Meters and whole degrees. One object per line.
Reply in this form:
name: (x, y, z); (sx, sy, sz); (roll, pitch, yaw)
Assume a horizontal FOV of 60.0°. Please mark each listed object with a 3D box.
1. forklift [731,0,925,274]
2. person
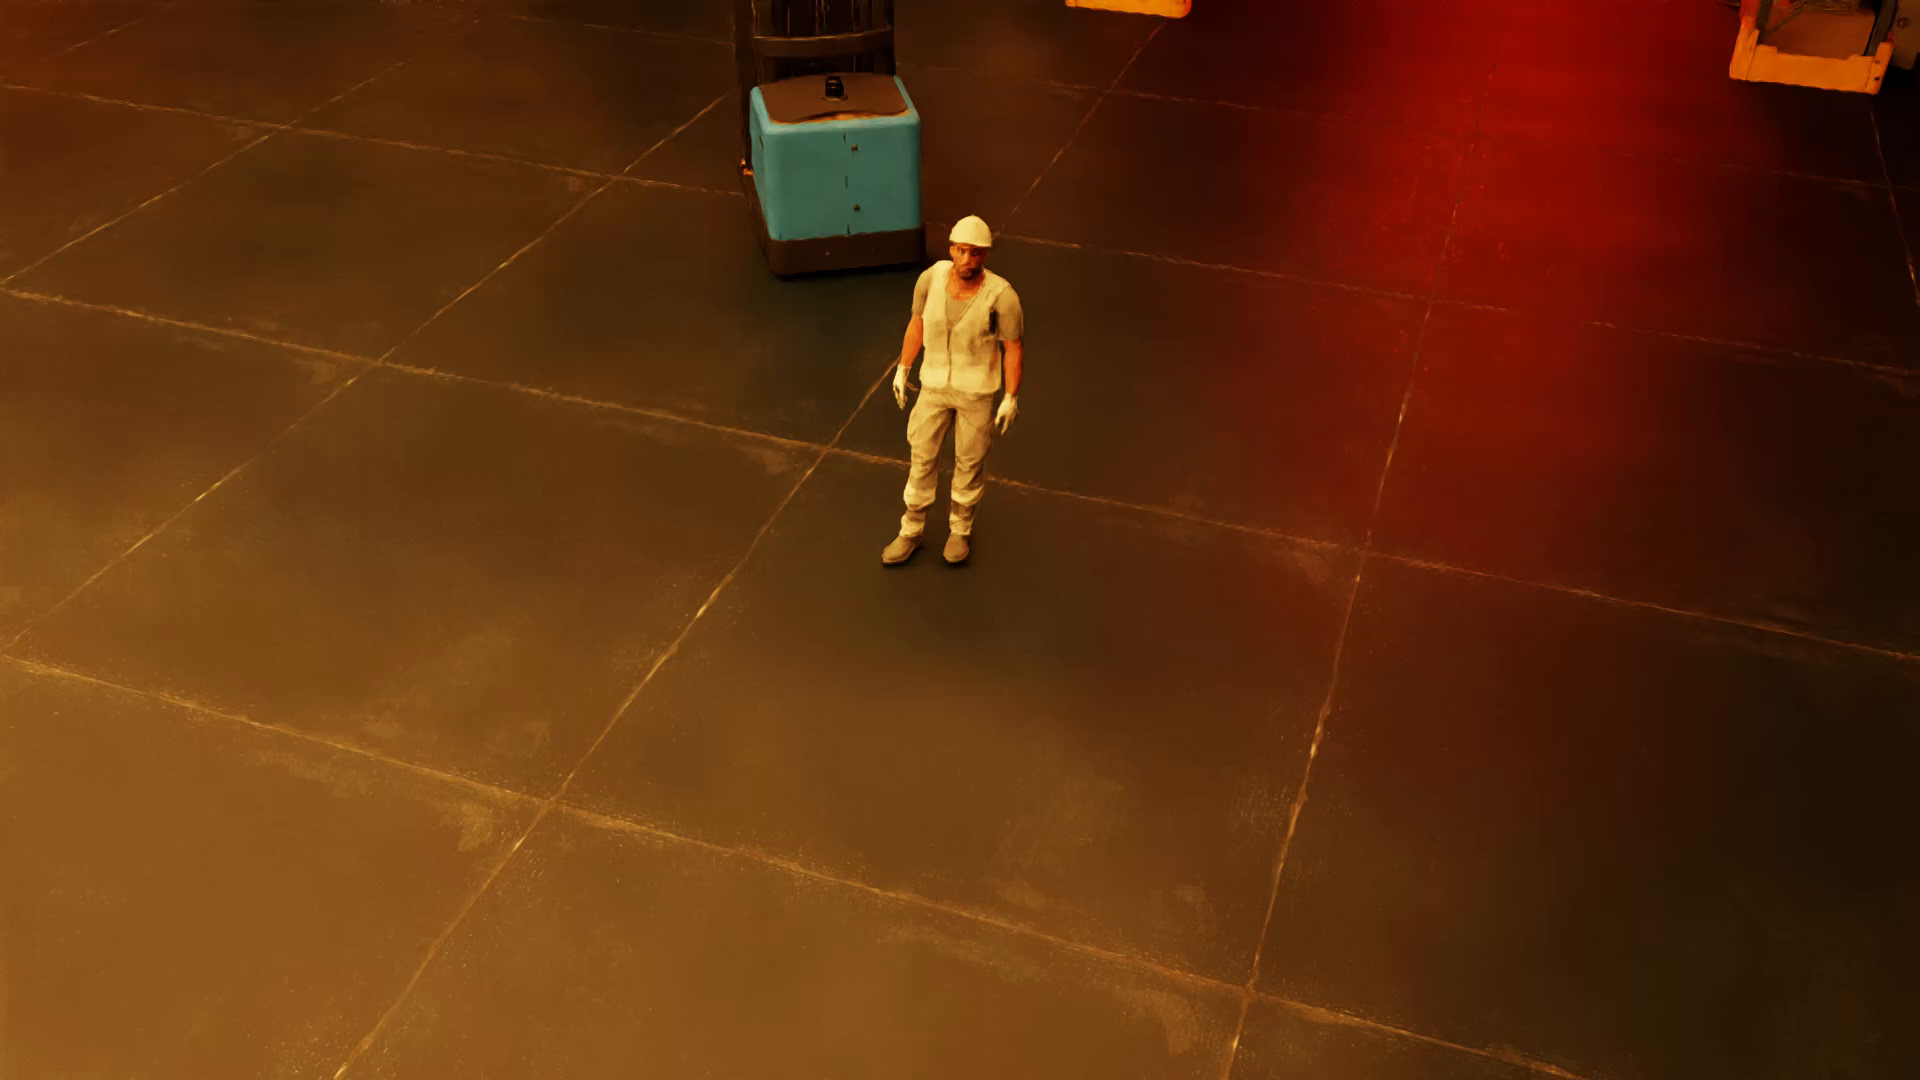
forklift: (-1.048, -3.803, 11.475); (1.130, 2.935, 3.031); (-7, 36, -10)
person: (-0.037, -0.694, 8.065); (0.637, 1.787, 0.563); (12, 37, 16)
